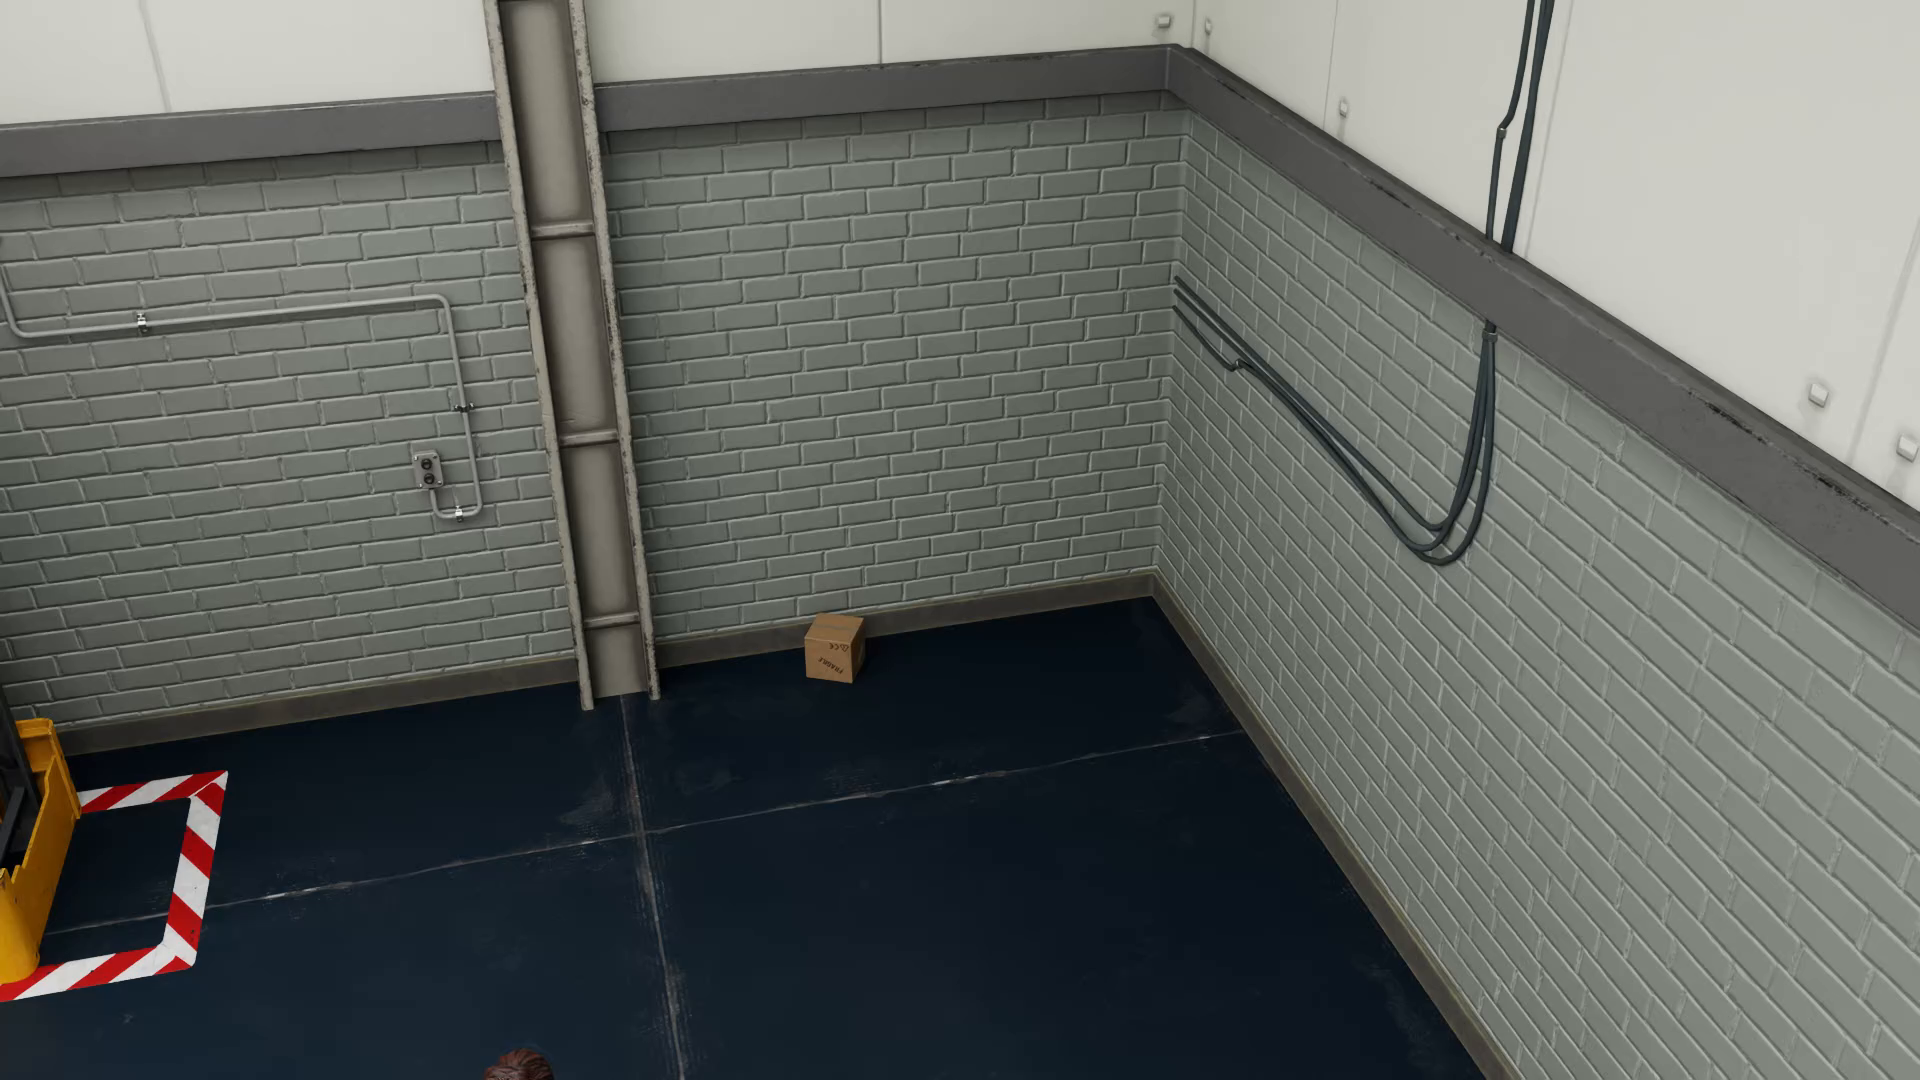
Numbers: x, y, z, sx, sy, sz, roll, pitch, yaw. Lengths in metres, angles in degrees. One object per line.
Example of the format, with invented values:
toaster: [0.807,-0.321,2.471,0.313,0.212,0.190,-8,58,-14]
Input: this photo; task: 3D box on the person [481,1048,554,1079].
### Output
person: [-1.189,2.140,4.567,0.460,1.659,0.811,6,31,9]
